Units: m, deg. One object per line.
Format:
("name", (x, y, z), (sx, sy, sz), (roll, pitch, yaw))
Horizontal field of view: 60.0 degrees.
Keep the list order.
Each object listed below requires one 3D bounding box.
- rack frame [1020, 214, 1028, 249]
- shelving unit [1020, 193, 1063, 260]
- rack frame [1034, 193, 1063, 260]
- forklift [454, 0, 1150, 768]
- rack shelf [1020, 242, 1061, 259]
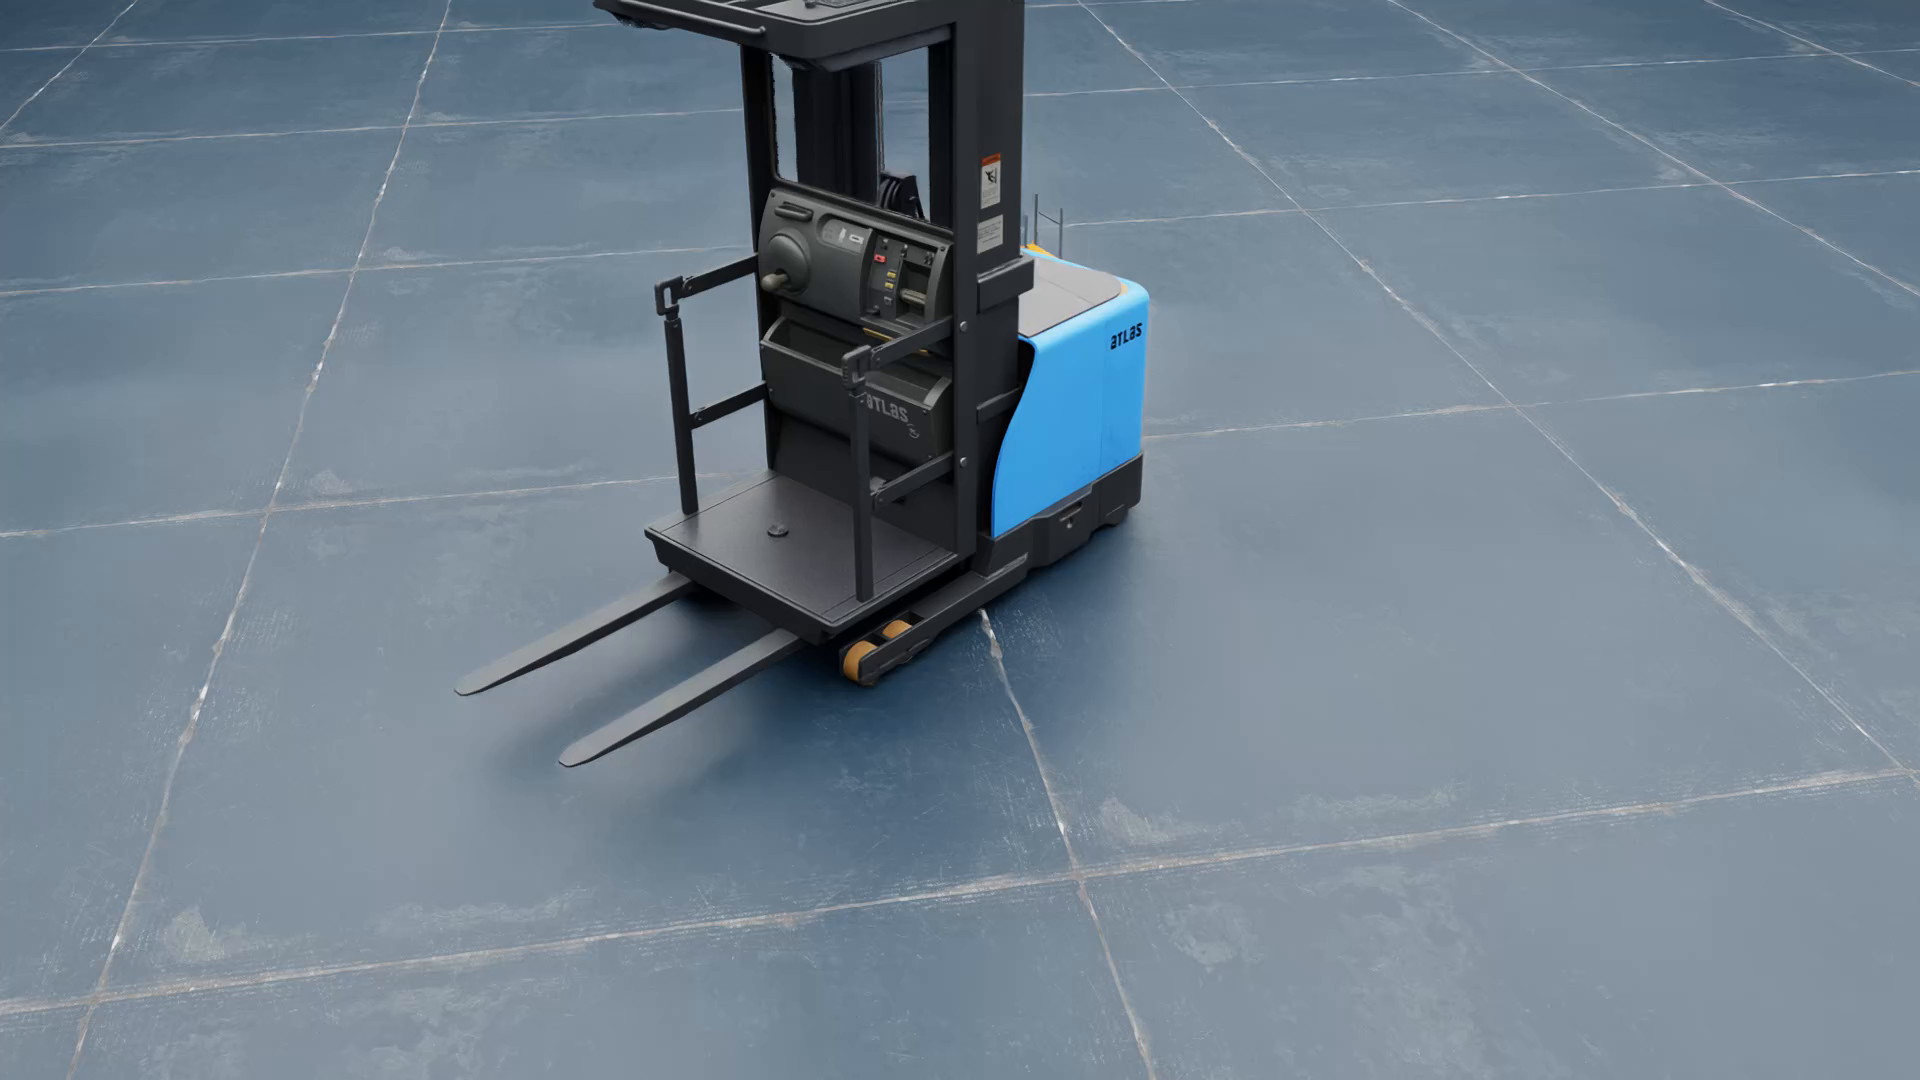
("rack frame", (0.239, -0.964, 7.705), (0.006, 1.200, 0.240), (-16, 34, -24))
("shelving unit", (0.319, -0.986, 7.743), (0.189, 1.200, 0.258), (-16, 34, -24))
("rack frame", (0.400, -1.008, 7.781), (0.006, 1.200, 0.240), (-16, 34, -24))
("forklift", (-0.547, -1.002, 6.062), (1.130, 2.935, 3.031), (24, 38, 35))
("rack shelf", (0.319, -1.258, 7.583), (0.180, 0.103, 0.258), (-16, 34, -24))
